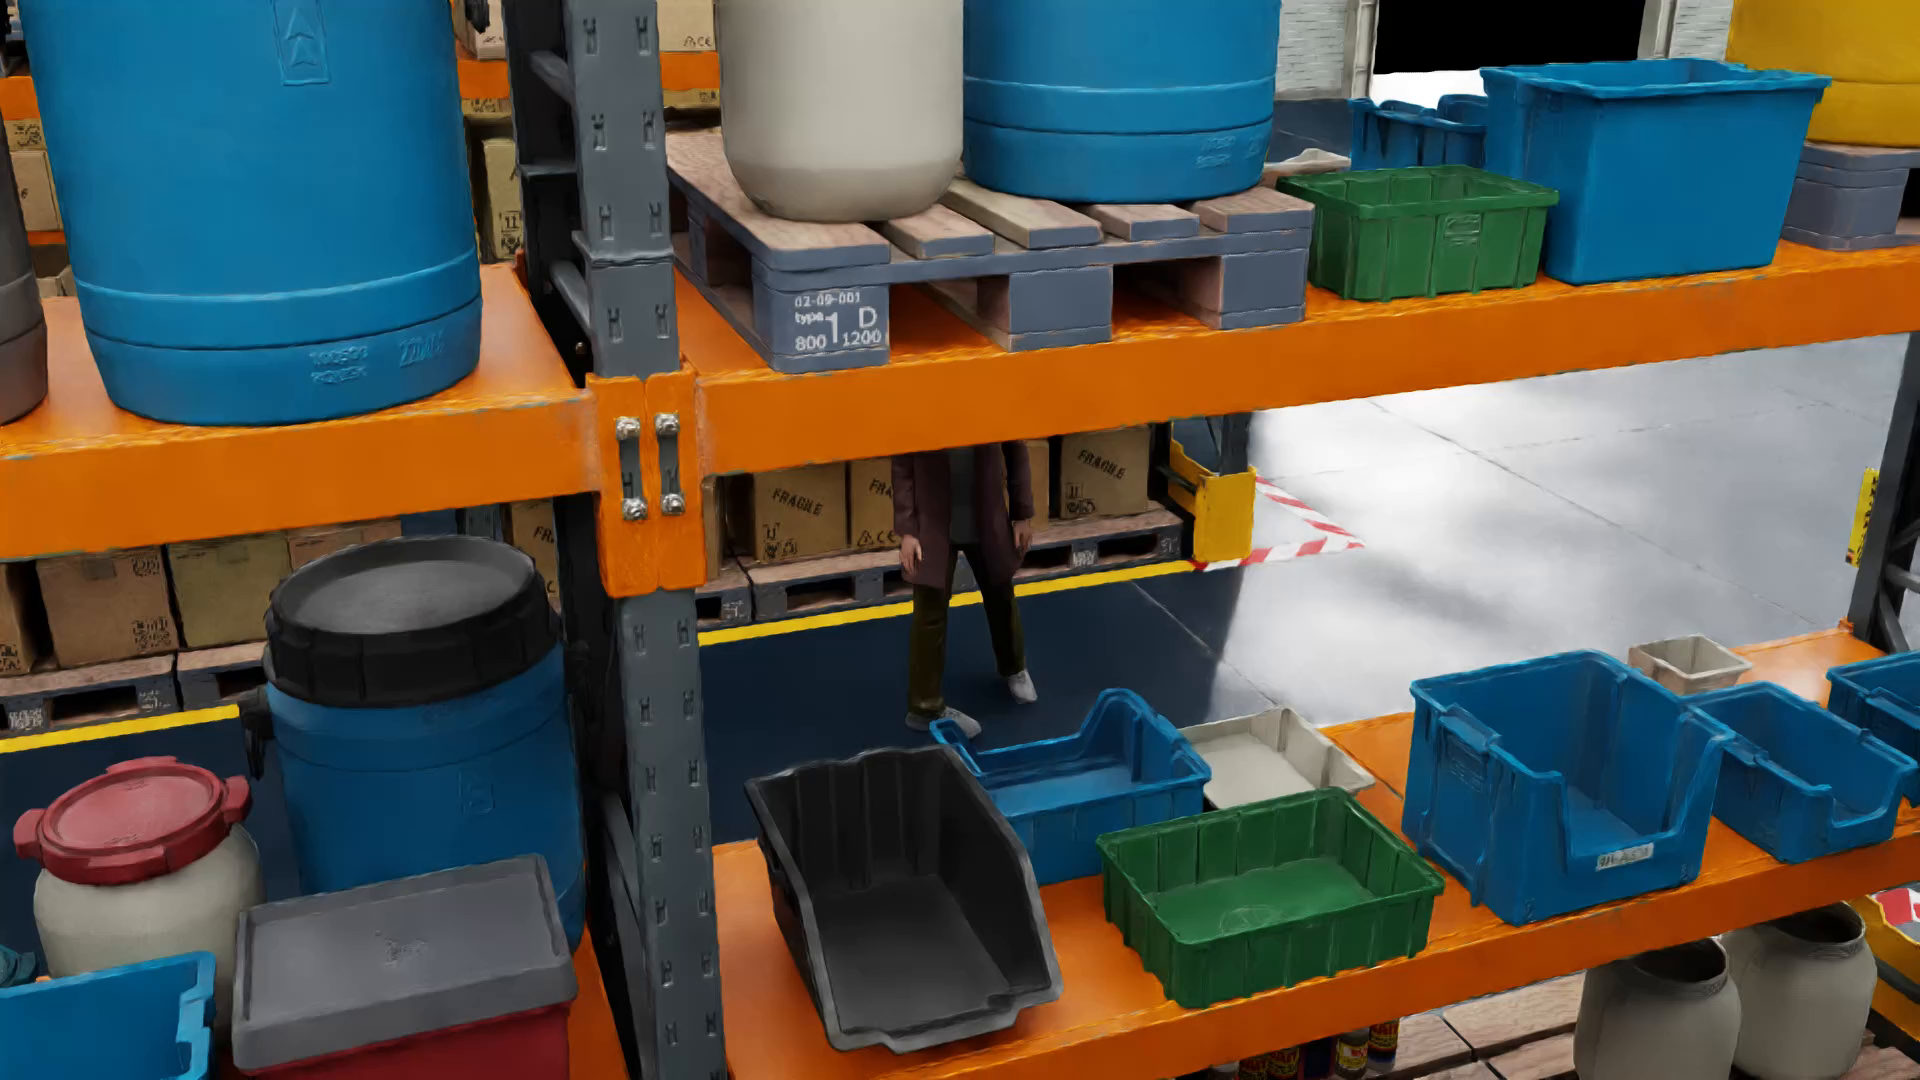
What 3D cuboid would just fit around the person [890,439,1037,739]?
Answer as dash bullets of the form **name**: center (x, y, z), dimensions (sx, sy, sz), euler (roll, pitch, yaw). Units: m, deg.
- **person**: center (0.039, -0.046, 7.245), dimensions (0.664, 1.777, 0.674), euler (-4, 23, -10)
